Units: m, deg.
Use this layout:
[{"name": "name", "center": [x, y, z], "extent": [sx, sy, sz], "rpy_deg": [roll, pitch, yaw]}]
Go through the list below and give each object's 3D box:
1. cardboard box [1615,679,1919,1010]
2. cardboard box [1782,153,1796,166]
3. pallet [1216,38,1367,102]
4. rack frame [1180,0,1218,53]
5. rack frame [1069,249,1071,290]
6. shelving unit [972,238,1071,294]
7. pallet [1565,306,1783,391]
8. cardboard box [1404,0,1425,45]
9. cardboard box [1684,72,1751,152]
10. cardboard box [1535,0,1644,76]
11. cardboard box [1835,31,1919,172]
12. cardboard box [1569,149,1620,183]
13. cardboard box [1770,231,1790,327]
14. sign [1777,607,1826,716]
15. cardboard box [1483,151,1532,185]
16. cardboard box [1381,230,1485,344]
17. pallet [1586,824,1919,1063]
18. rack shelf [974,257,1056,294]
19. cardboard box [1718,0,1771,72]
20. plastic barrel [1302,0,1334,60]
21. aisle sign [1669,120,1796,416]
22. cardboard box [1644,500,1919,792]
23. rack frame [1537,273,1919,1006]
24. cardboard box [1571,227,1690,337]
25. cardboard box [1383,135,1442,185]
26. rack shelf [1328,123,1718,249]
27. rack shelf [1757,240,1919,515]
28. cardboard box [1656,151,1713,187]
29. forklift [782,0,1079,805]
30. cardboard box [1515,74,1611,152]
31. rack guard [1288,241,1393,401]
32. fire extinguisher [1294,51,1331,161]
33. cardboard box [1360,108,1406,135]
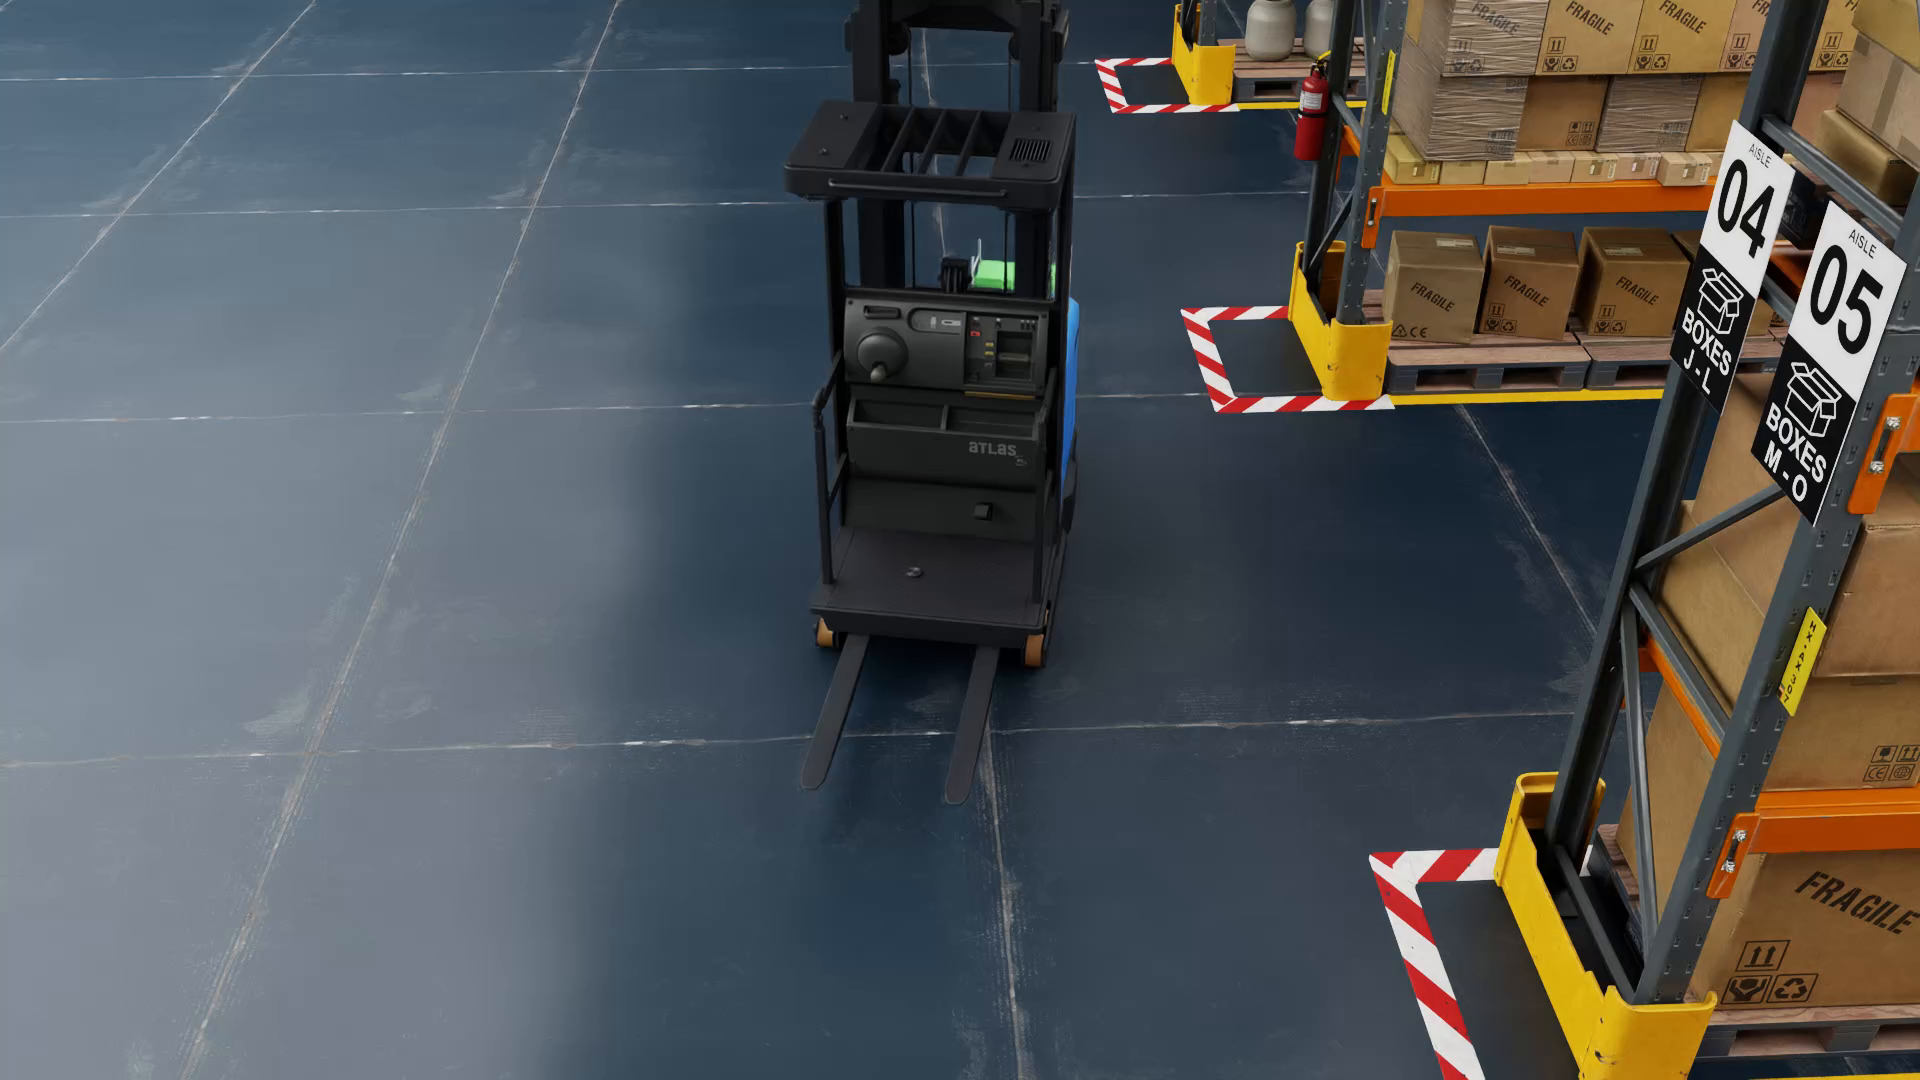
[{"name": "cardboard box", "center": [3.070, 1.070, 6.067], "extent": [0.875, 0.875, 0.875], "rpy_deg": [-1, 35, -2]}, {"name": "cardboard box", "center": [4.557, -2.197, 9.510], "extent": [0.250, 0.149, 0.380], "rpy_deg": [-2, 35, -2]}, {"name": "pallet", "center": [2.912, -4.114, 14.509], "extent": [1.213, 0.211, 1.003], "rpy_deg": [-2, 35, -2]}, {"name": "rack frame", "center": [2.027, -5.213, 13.647], "extent": [0.127, 3.000, 1.000], "rpy_deg": [-2, 35, -2]}, {"name": "rack frame", "center": [0.569, -1.019, 9.162], "extent": [0.015, 1.200, 0.240], "rpy_deg": [5, 33, 8]}, {"name": "shelving unit", "center": [0.329, -1.042, 9.194], "extent": [0.503, 1.200, 0.258], "rpy_deg": [5, 33, 8]}, {"name": "pallet", "center": [4.366, -1.286, 10.423], "extent": [1.213, 0.211, 1.003], "rpy_deg": [-2, 35, -2]}, {"name": "cardboard box", "center": [2.799, -3.128, 9.405], "extent": [0.500, 0.500, 0.500], "rpy_deg": [-2, 35, -2]}, {"name": "cardboard box", "center": [4.307, -2.638, 9.576], "extent": [0.500, 0.500, 0.875], "rpy_deg": [-2, 35, -2]}, {"name": "cardboard box", "center": [3.323, -2.842, 8.992], "extent": [0.500, 0.500, 0.500], "rpy_deg": [-2, 35, -2]}, {"name": "cardboard box", "center": [2.871, -1.255, 4.706], "extent": [0.500, 0.250, 0.500], "rpy_deg": [-1, 35, -2]}, {"name": "cardboard box", "center": [3.557, -2.182, 9.487], "extent": [0.250, 0.149, 0.380], "rpy_deg": [-2, 35, -2]}, {"name": "cardboard box", "center": [5.284, -1.642, 10.315], "extent": [0.500, 0.500, 0.500], "rpy_deg": [9, 36, 13]}, {"name": "sign", "center": [2.416, 0.352, 4.776], "extent": [0.005, 0.325, 0.100], "rpy_deg": [-2, 35, -2]}, {"name": "cardboard box", "center": [3.058, -2.161, 9.457], "extent": [0.250, 0.149, 0.380], "rpy_deg": [-2, 35, -2]}, {"name": "cardboard box", "center": [2.886, -1.550, 10.181], "extent": [0.500, 0.500, 0.500], "rpy_deg": [5, 35, 7]}, {"name": "pallet", "center": [3.190, 1.505, 6.390], "extent": [1.213, 0.211, 1.003], "rpy_deg": [-2, 35, -2]}, {"name": "rack shelf", "center": [0.331, -1.391, 8.968], "extent": [0.480, 0.148, 0.258], "rpy_deg": [5, 33, 8]}, {"name": "cardboard box", "center": [4.322, -2.873, 9.037], "extent": [0.500, 0.500, 0.500], "rpy_deg": [-2, 35, -2]}, {"name": "plastic barrel", "center": [3.181, -4.437, 14.343], "extent": [0.421, 0.512, 0.421], "rpy_deg": [0, 35, 0]}, {"name": "aisle sign", "center": [2.310, -0.813, 5.005], "extent": [0.004, 0.787, 0.394], "rpy_deg": [-2, 35, -2]}, {"name": "cardboard box", "center": [2.764, 0.327, 5.510], "extent": [0.550, 0.550, 0.875], "rpy_deg": [-2, 35, -2]}, {"name": "rack frame", "center": [2.395, 0.425, 5.501], "extent": [0.127, 3.000, 1.000], "rpy_deg": [-2, 35, -2]}, {"name": "cardboard box", "center": [4.108, -1.591, 10.241], "extent": [0.500, 0.500, 0.500], "rpy_deg": [2, 35, 2]}, {"name": "cardboard box", "center": [2.557, -2.167, 9.465], "extent": [0.250, 0.149, 0.380], "rpy_deg": [-2, 35, -2]}, {"name": "rack shelf", "center": [4.259, -2.156, 9.861], "extent": [4.000, 0.370, 1.077], "rpy_deg": [-2, 35, -2]}, {"name": "rack shelf", "center": [4.393, -0.567, 4.930], "extent": [4.000, 0.370, 1.077], "rpy_deg": [-2, 35, -2]}, {"name": "cardboard box", "center": [4.060, -2.152, 9.444], "extent": [0.250, 0.149, 0.380], "rpy_deg": [-2, 35, -2]}, {"name": "forklift", "center": [-0.095, -0.820, 7.360], "extent": [1.130, 2.935, 3.031], "rpy_deg": [5, 35, 7]}, {"name": "cardboard box", "center": [3.306, -2.642, 9.582], "extent": [0.500, 0.500, 0.875], "rpy_deg": [-2, 35, -2]}, {"name": "rack guard", "center": [2.337, -1.372, 10.293], "extent": [0.348, 0.500, 1.175], "rpy_deg": [-2, 35, -2]}, {"name": "fire extinguisher", "center": [2.125, -2.625, 9.975], "extent": [0.183, 0.674, 0.296], "rpy_deg": [-2, 35, -2]}, {"name": "cardboard box", "center": [2.536, -2.419, 9.831], "extent": [0.250, 0.149, 0.380], "rpy_deg": [-2, 35, -2]}]
